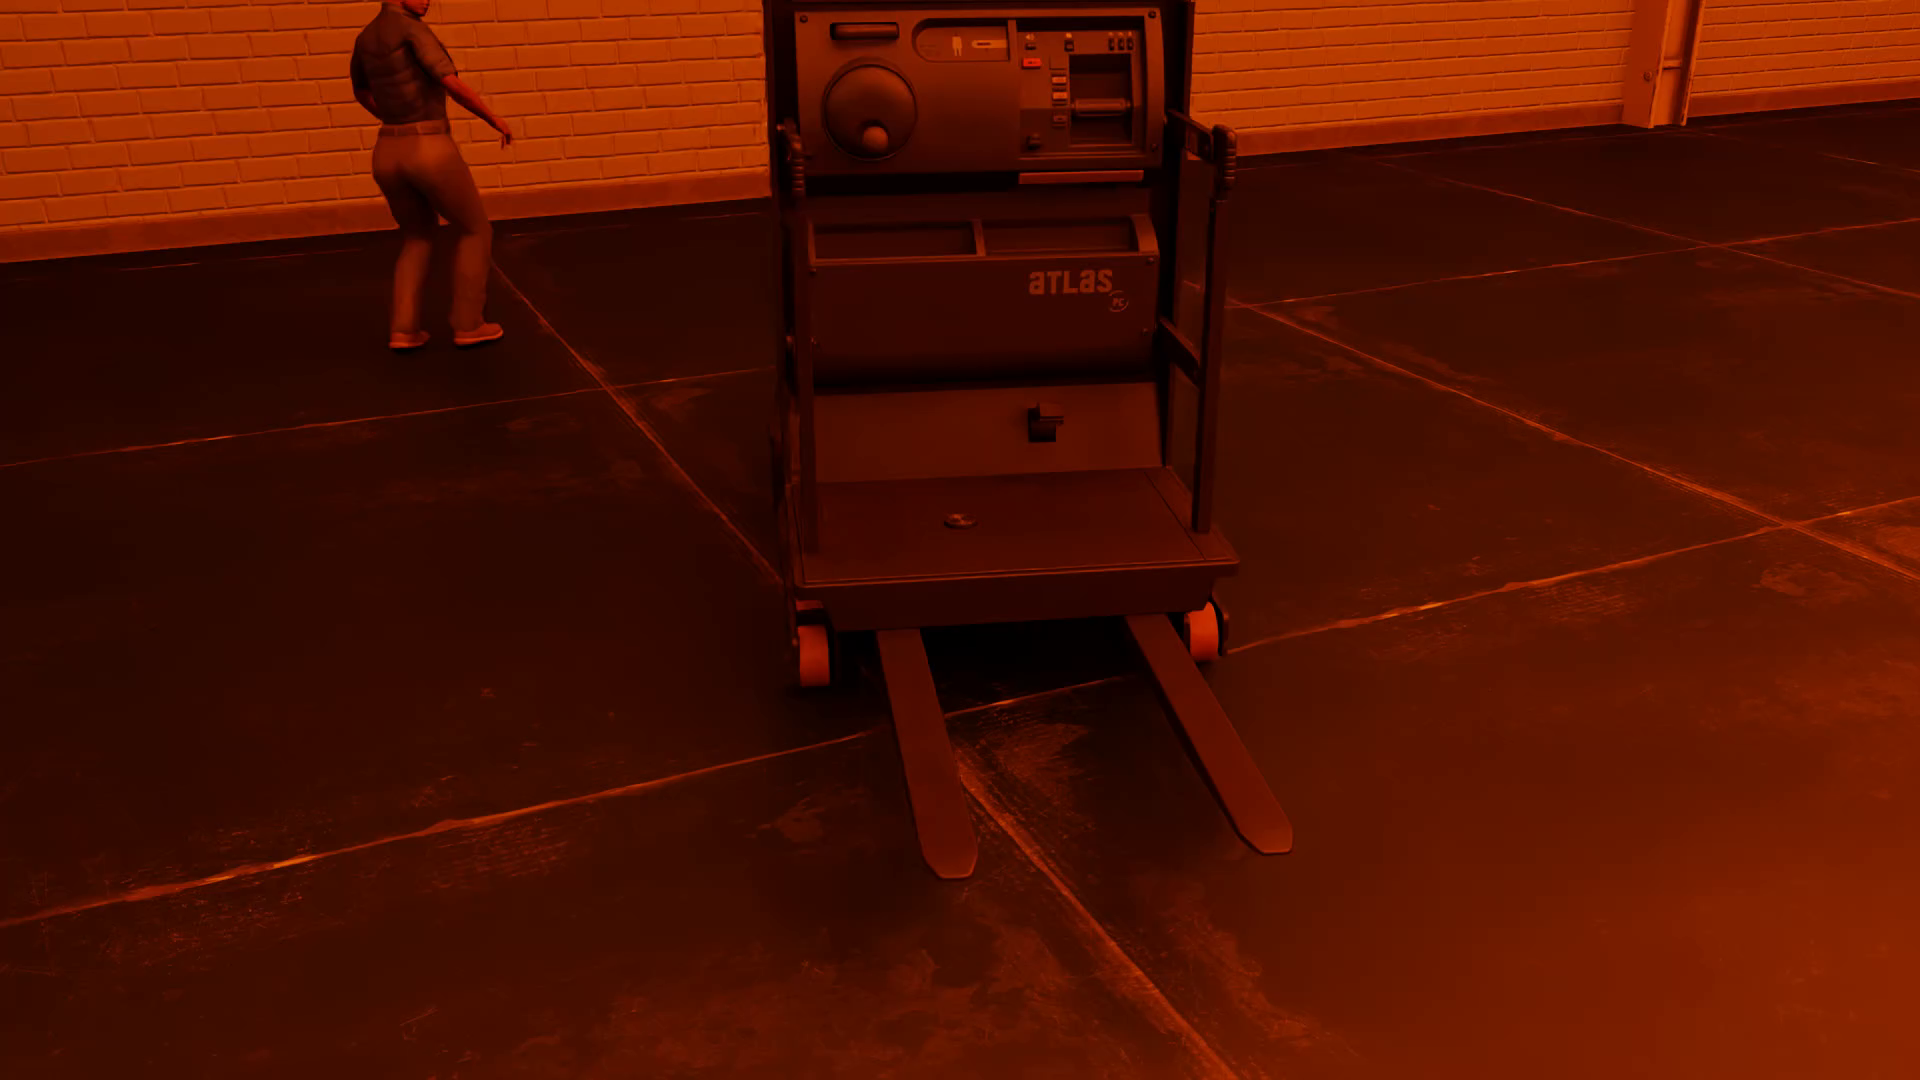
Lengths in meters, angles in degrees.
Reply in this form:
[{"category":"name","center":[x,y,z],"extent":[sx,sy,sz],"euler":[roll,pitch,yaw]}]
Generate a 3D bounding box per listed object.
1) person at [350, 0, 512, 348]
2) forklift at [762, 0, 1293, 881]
[{"category":"person","center":[-2.181,-1.570,6.858],"extent":[0.691,1.611,0.554],"euler":[11,25,25]},{"category":"forklift","center":[0.085,-1.122,3.986],"extent":[1.130,2.935,3.031],"euler":[-3,23,-7]}]
